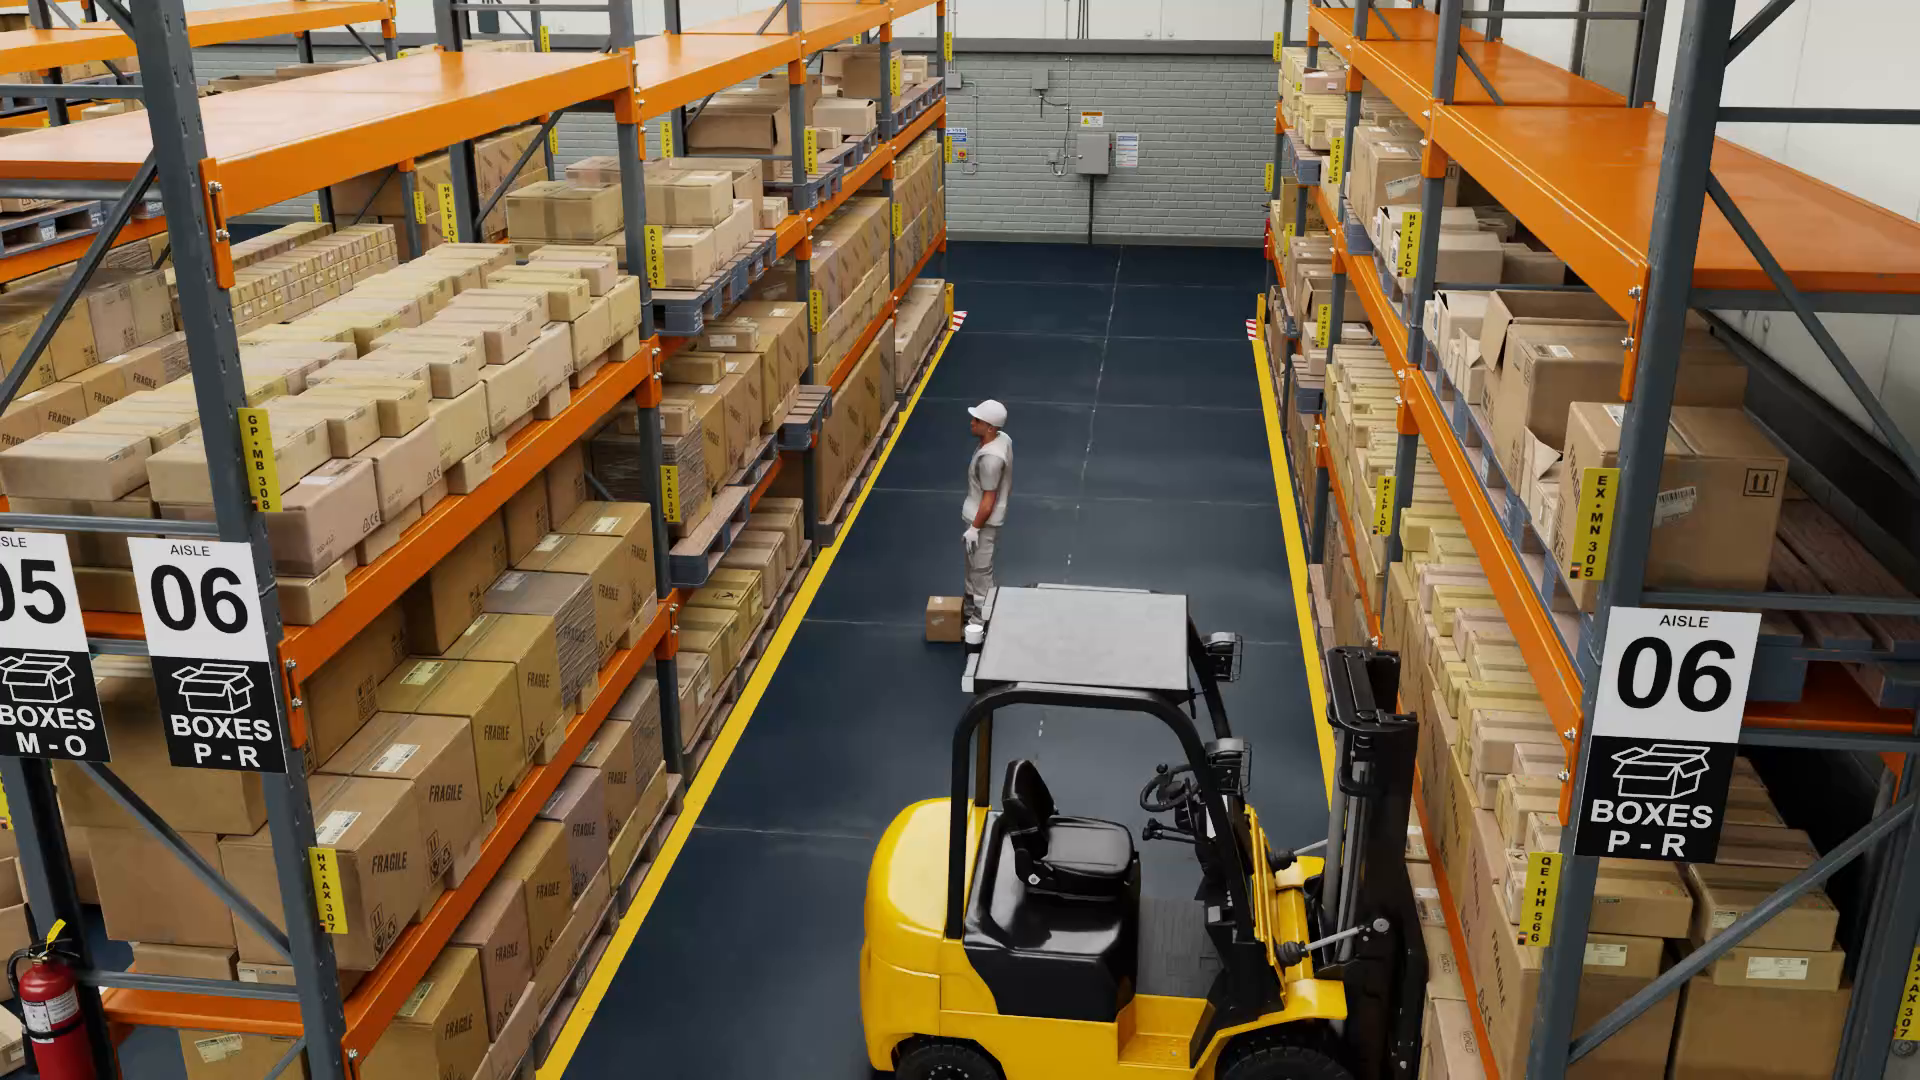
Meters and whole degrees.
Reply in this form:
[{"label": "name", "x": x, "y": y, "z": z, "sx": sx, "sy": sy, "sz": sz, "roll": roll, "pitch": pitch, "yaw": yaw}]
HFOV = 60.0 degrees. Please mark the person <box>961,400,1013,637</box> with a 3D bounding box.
[{"label": "person", "x": 0.087, "y": -0.154, "z": 11.857, "sx": 0.565, "sy": 1.787, "sz": 0.637, "roll": 2, "pitch": 21, "yaw": 6}]
